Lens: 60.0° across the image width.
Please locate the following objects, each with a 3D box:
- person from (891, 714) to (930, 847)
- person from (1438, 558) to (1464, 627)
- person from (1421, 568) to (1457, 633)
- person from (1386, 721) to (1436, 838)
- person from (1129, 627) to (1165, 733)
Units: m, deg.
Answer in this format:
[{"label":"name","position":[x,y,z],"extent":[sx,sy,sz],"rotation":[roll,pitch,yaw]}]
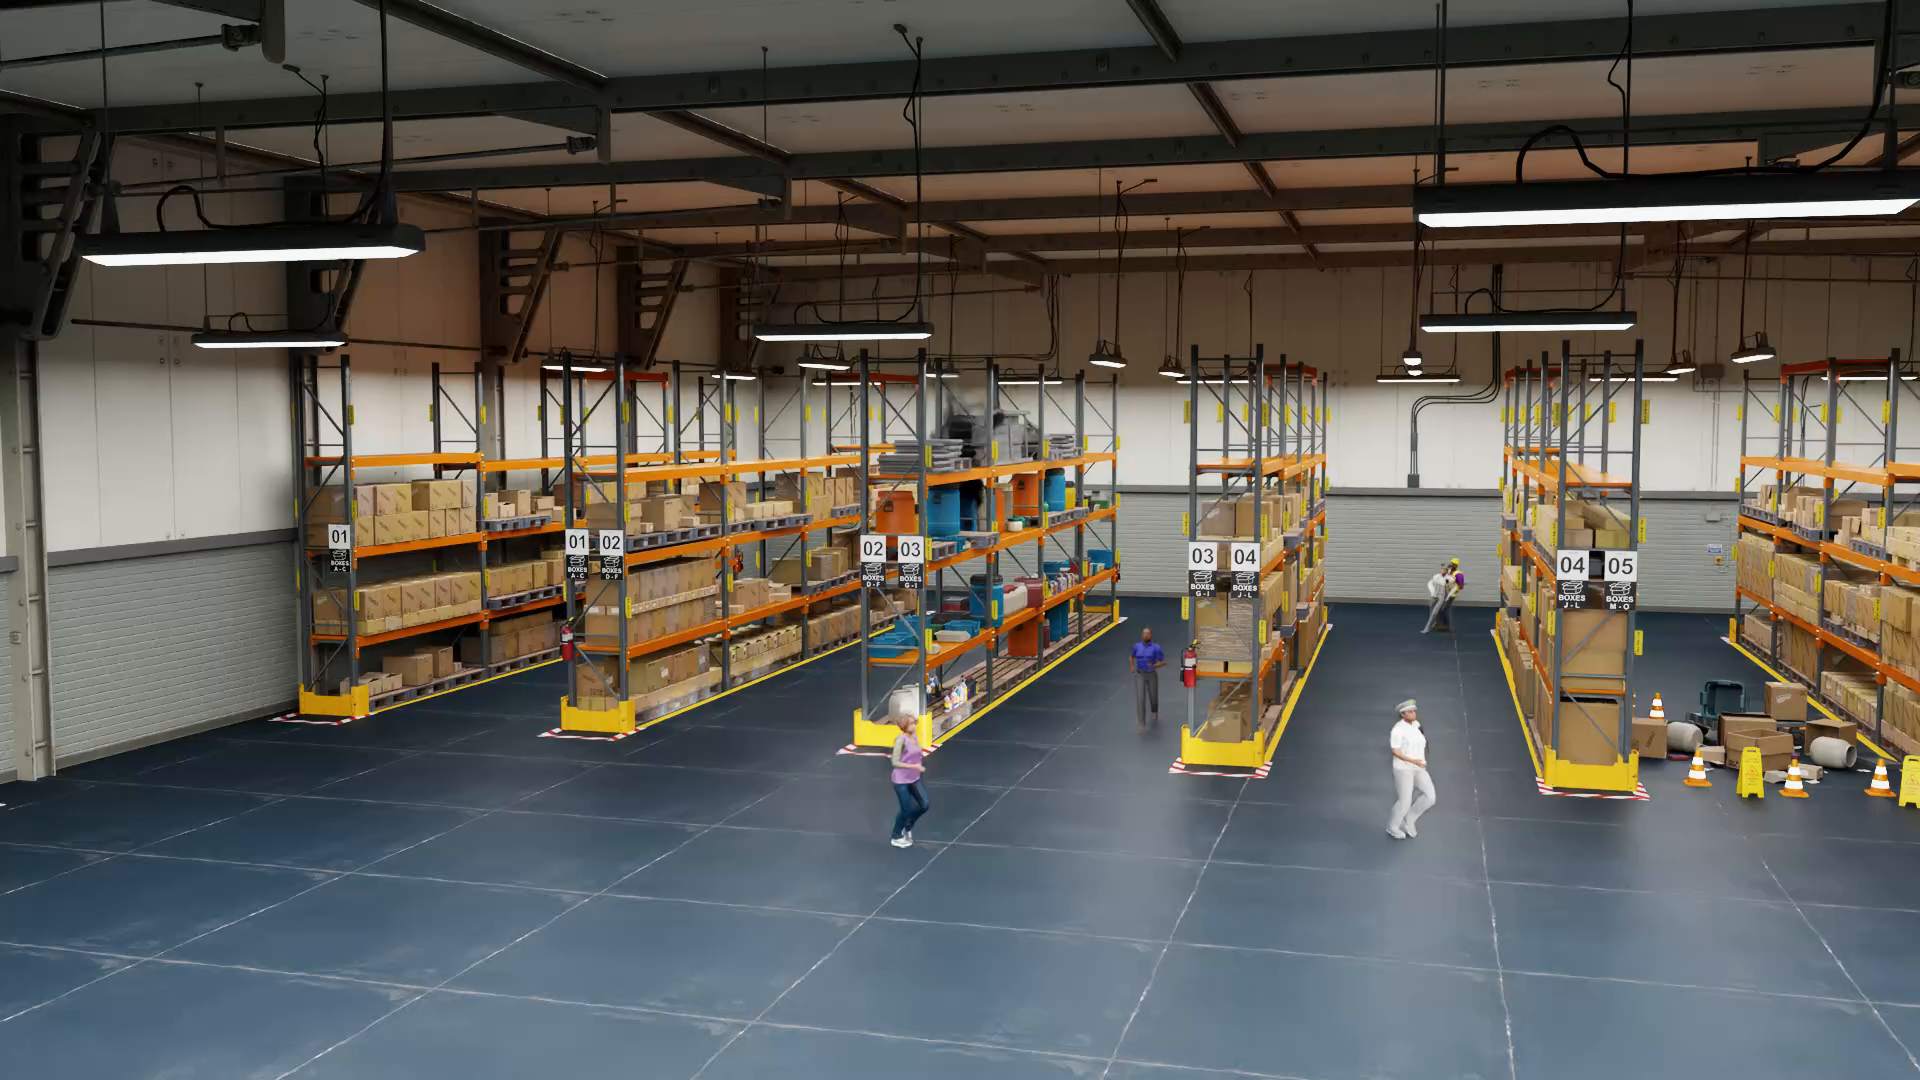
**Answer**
[{"label":"person","position":[-0.561,2.826,19.173],"extent":[0.582,1.467,0.529],"rotation":[3,5,37]},{"label":"person","position":[11.302,1.231,38.599],"extent":[0.571,1.638,0.737],"rotation":[-2,5,-25]},{"label":"person","position":[11.096,1.345,38.308],"extent":[0.668,1.579,0.854],"rotation":[3,5,37]},{"label":"person","position":[5.307,2.825,19.626],"extent":[0.381,1.399,0.592],"rotation":[-3,5,-33]},{"label":"person","position":[2.965,2.198,26.447],"extent":[0.587,1.627,0.871],"rotation":[1,4,13]}]
